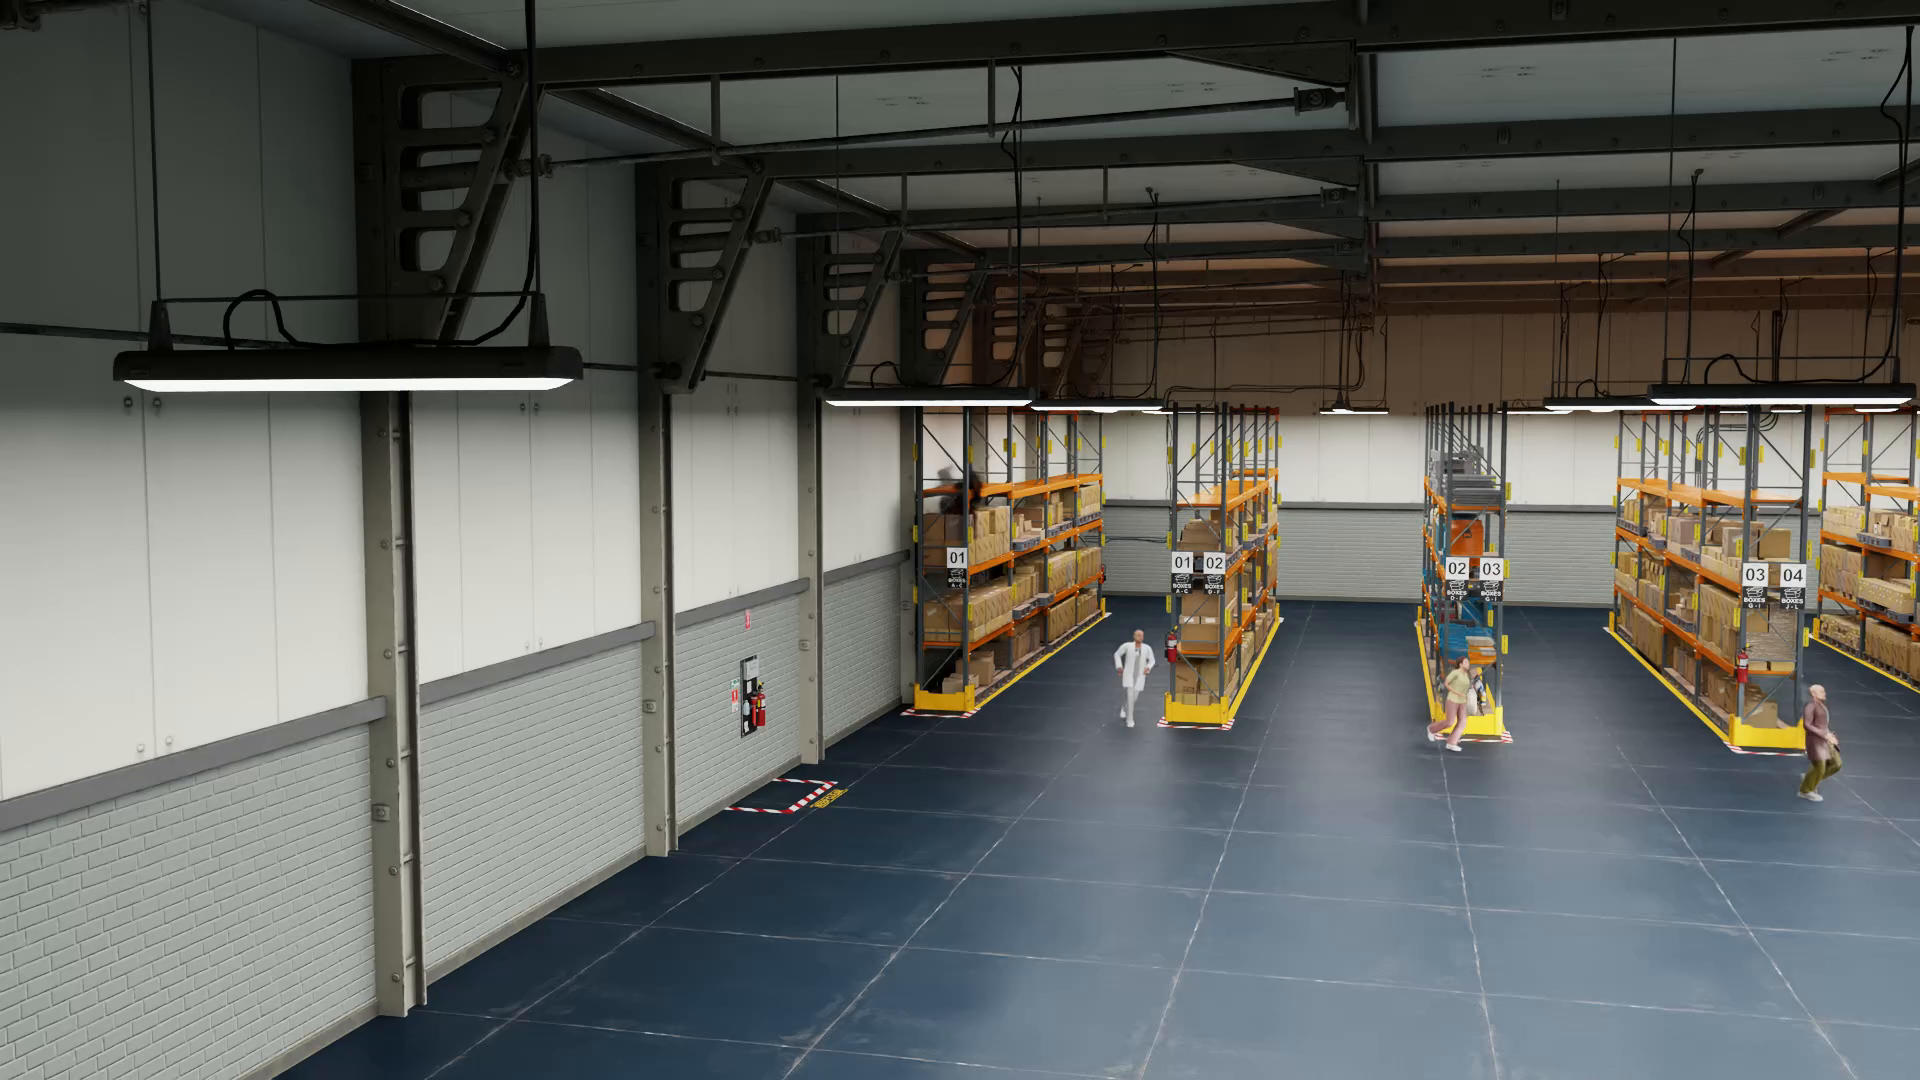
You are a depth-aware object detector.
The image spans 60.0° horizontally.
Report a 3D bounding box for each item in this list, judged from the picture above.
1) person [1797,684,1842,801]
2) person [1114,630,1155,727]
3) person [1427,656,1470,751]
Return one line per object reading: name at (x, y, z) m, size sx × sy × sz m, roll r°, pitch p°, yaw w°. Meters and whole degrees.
person at (12.845, 3.022, 24.826) m, size 0.721 × 1.738 × 0.585 m, roll -4°, pitch 6°, yaw -42°
person at (3.271, 2.562, 31.111) m, size 0.740 × 1.770 × 0.862 m, roll -1°, pitch 4°, yaw -10°
person at (8.572, 2.800, 28.854) m, size 0.636 × 1.601 × 0.781 m, roll -3°, pitch 5°, yaw -33°
